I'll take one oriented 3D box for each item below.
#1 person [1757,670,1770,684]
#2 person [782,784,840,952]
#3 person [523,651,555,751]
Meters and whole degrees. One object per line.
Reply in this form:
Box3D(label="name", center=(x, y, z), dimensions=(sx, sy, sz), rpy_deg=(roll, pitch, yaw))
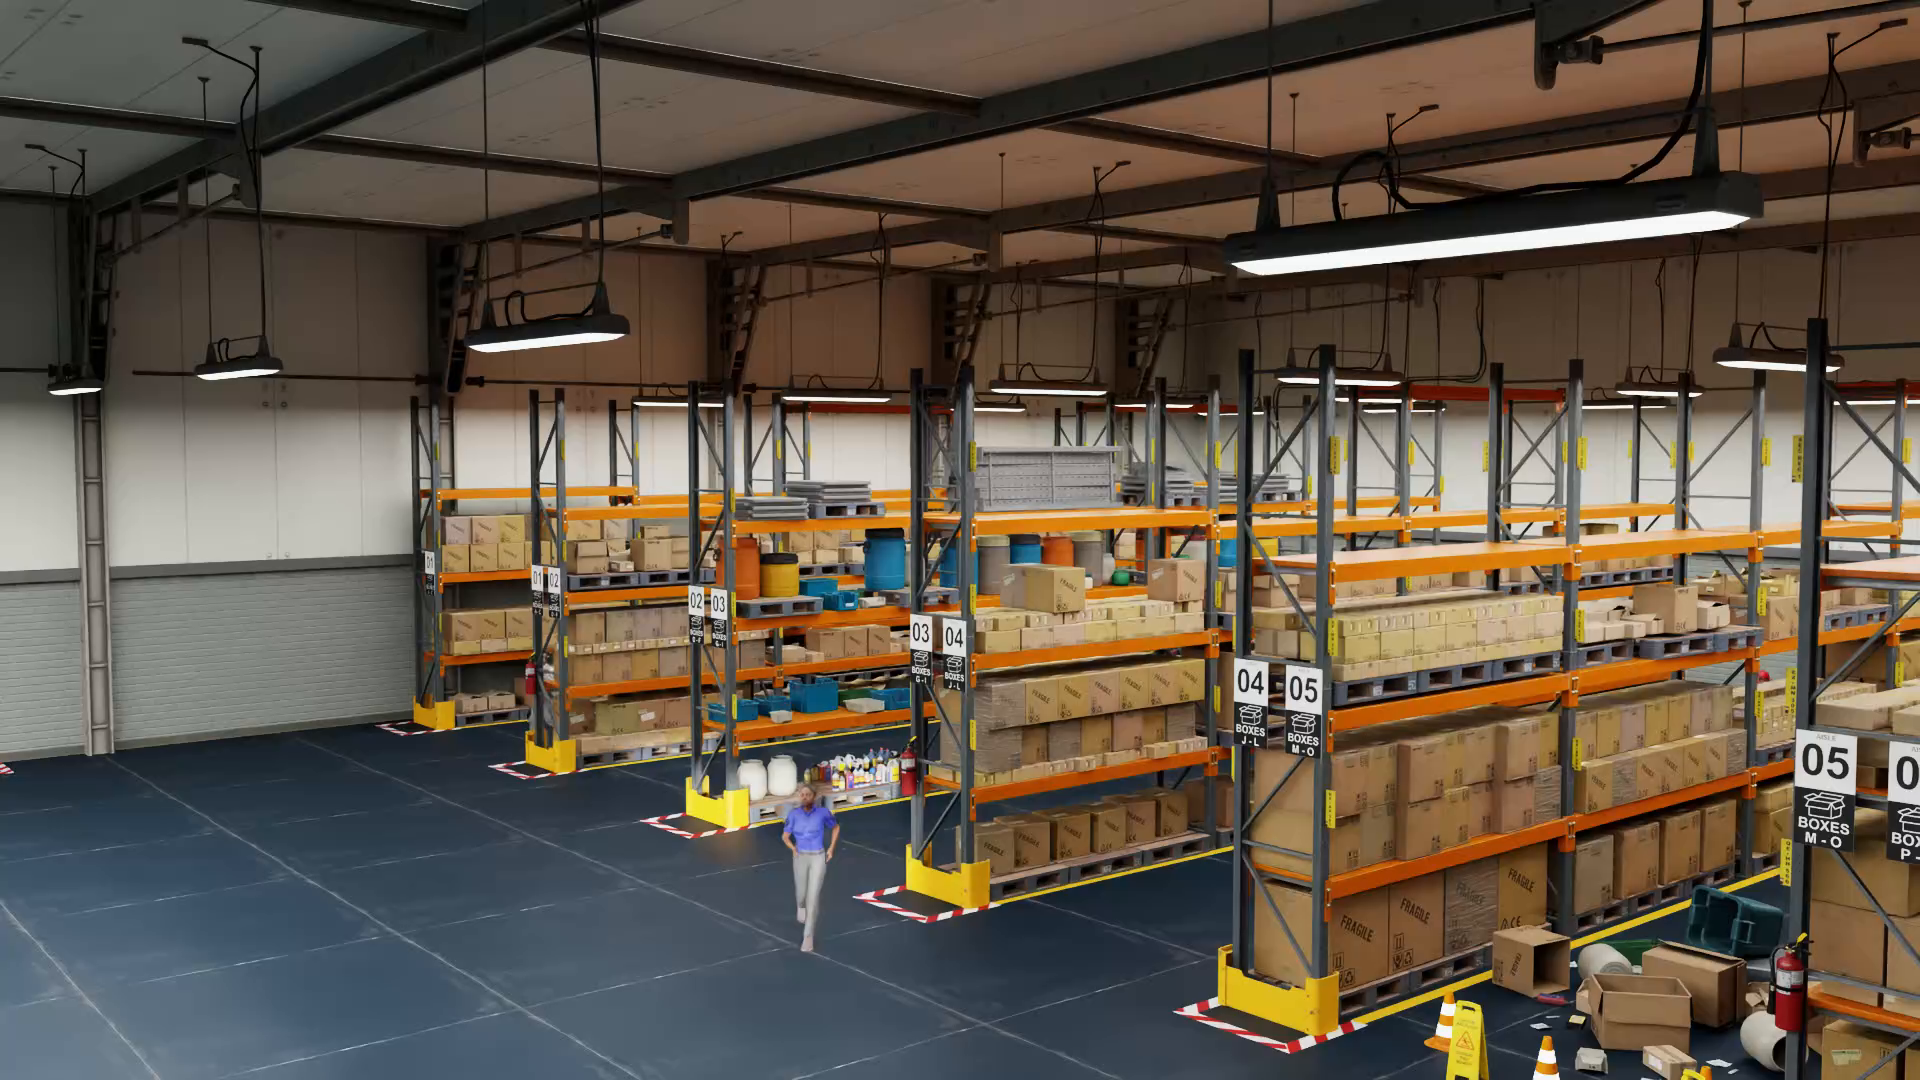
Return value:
Box3D(label="person", center=(11.892, 2.824, 24.550), dimensions=(0.927, 1.831, 0.672), rpy_deg=(-2, 4, -36))
Box3D(label="person", center=(-1.544, 3.338, 17.244), dimensions=(0.588, 1.660, 0.867), rpy_deg=(0, 3, 3))
Box3D(label="person", center=(-6.997, 2.680, 28.061), dimensions=(0.648, 1.716, 0.852), rpy_deg=(3, 4, 41))
